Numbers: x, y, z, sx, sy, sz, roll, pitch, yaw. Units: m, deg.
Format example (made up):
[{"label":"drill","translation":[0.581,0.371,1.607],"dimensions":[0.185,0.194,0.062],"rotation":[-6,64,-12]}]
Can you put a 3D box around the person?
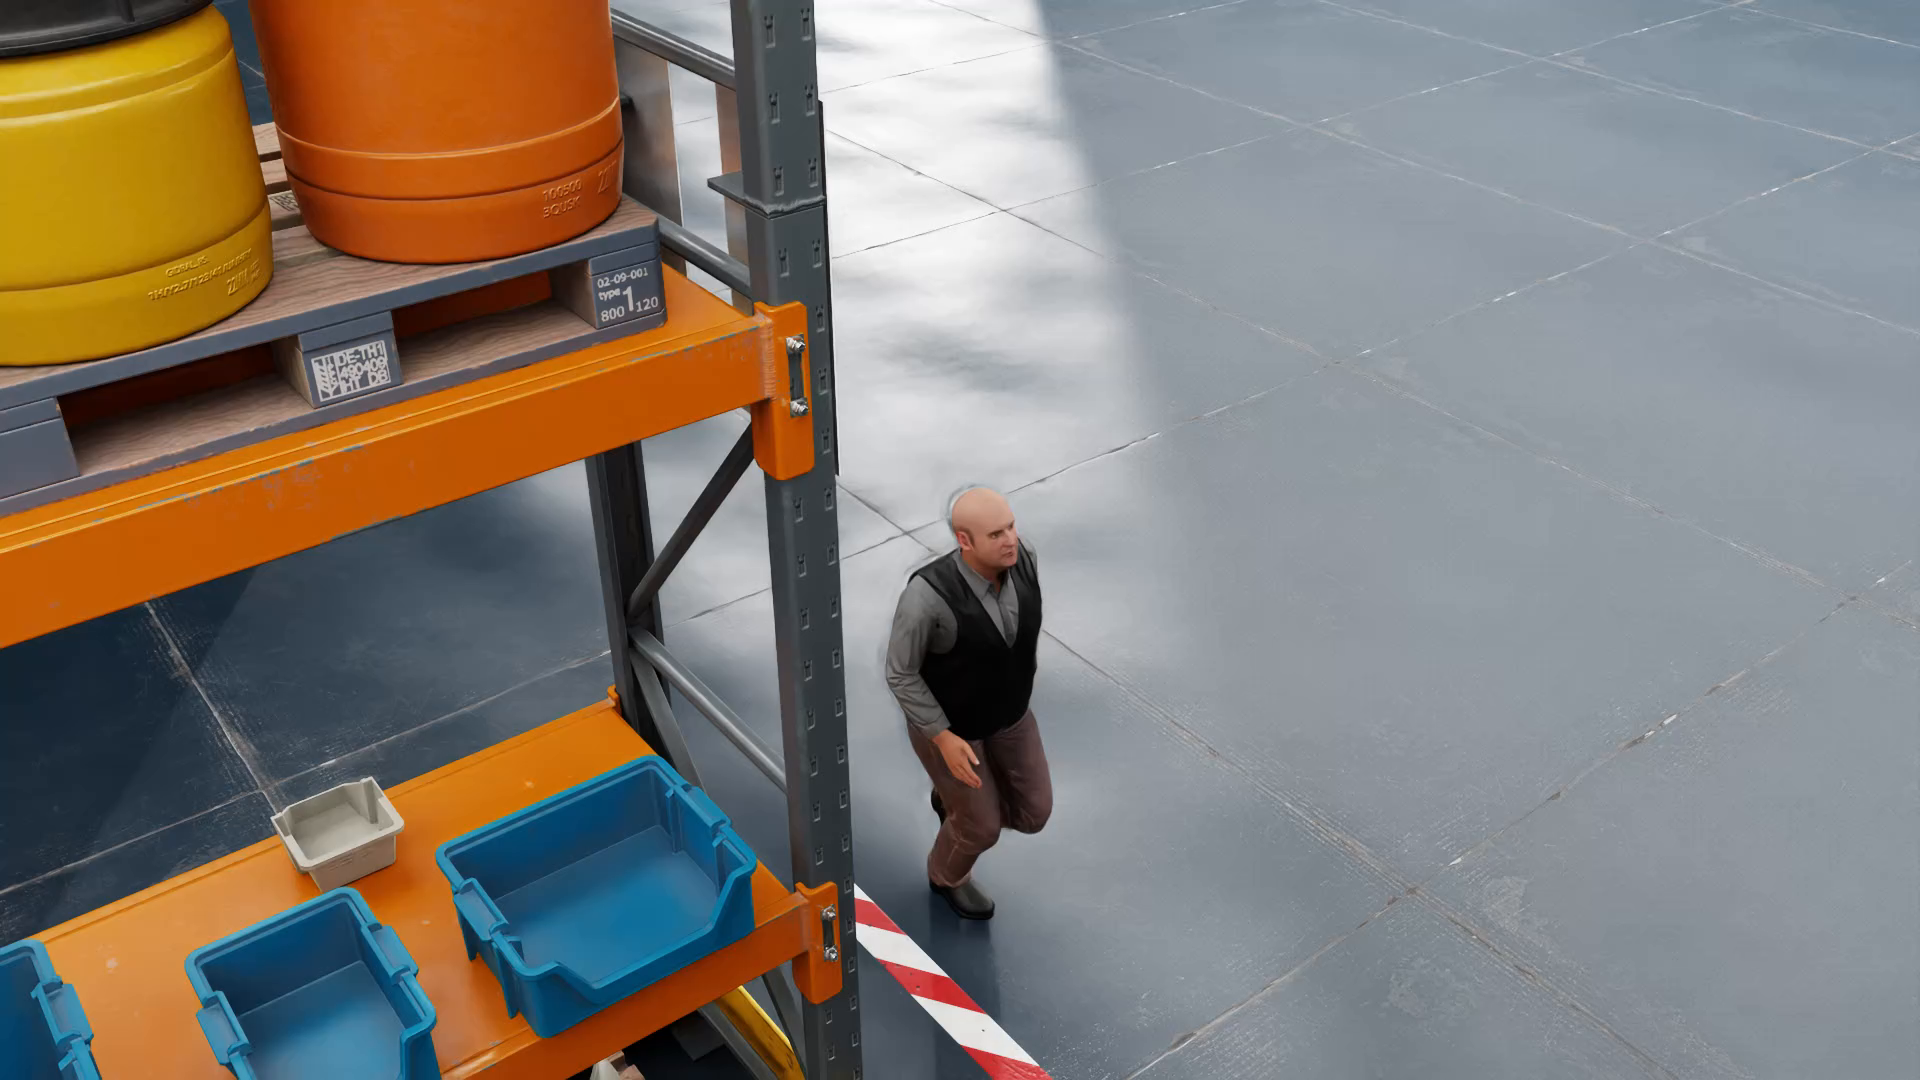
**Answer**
[{"label":"person","translation":[0.046,0.538,5.348],"dimensions":[0.687,1.655,0.562],"rotation":[-25,40,-34]}]
